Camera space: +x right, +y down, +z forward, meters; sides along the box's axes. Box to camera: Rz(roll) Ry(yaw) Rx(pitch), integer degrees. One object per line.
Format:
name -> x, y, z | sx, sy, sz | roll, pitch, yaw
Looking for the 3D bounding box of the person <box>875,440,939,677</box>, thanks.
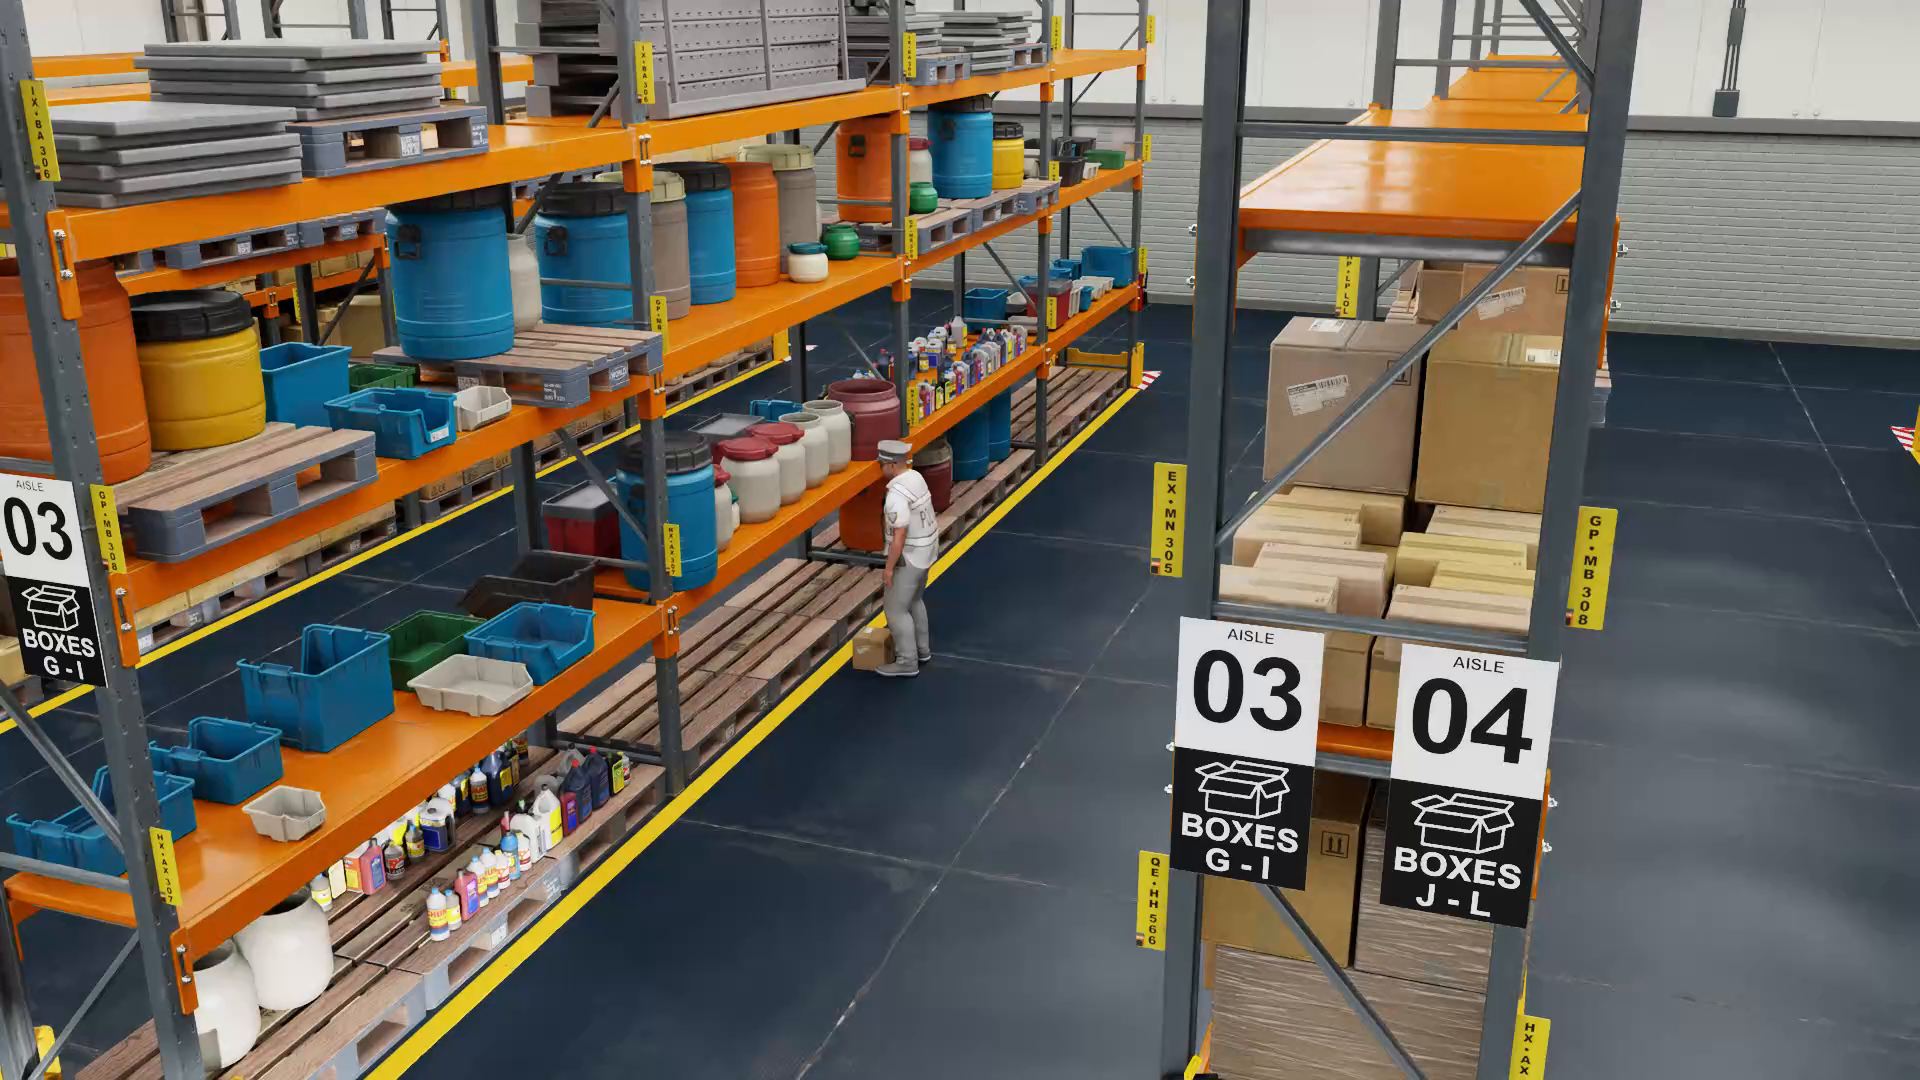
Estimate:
person -> -0.386, 0.131, 12.155 | 0.430, 1.749, 0.599 | 6, 19, 16
